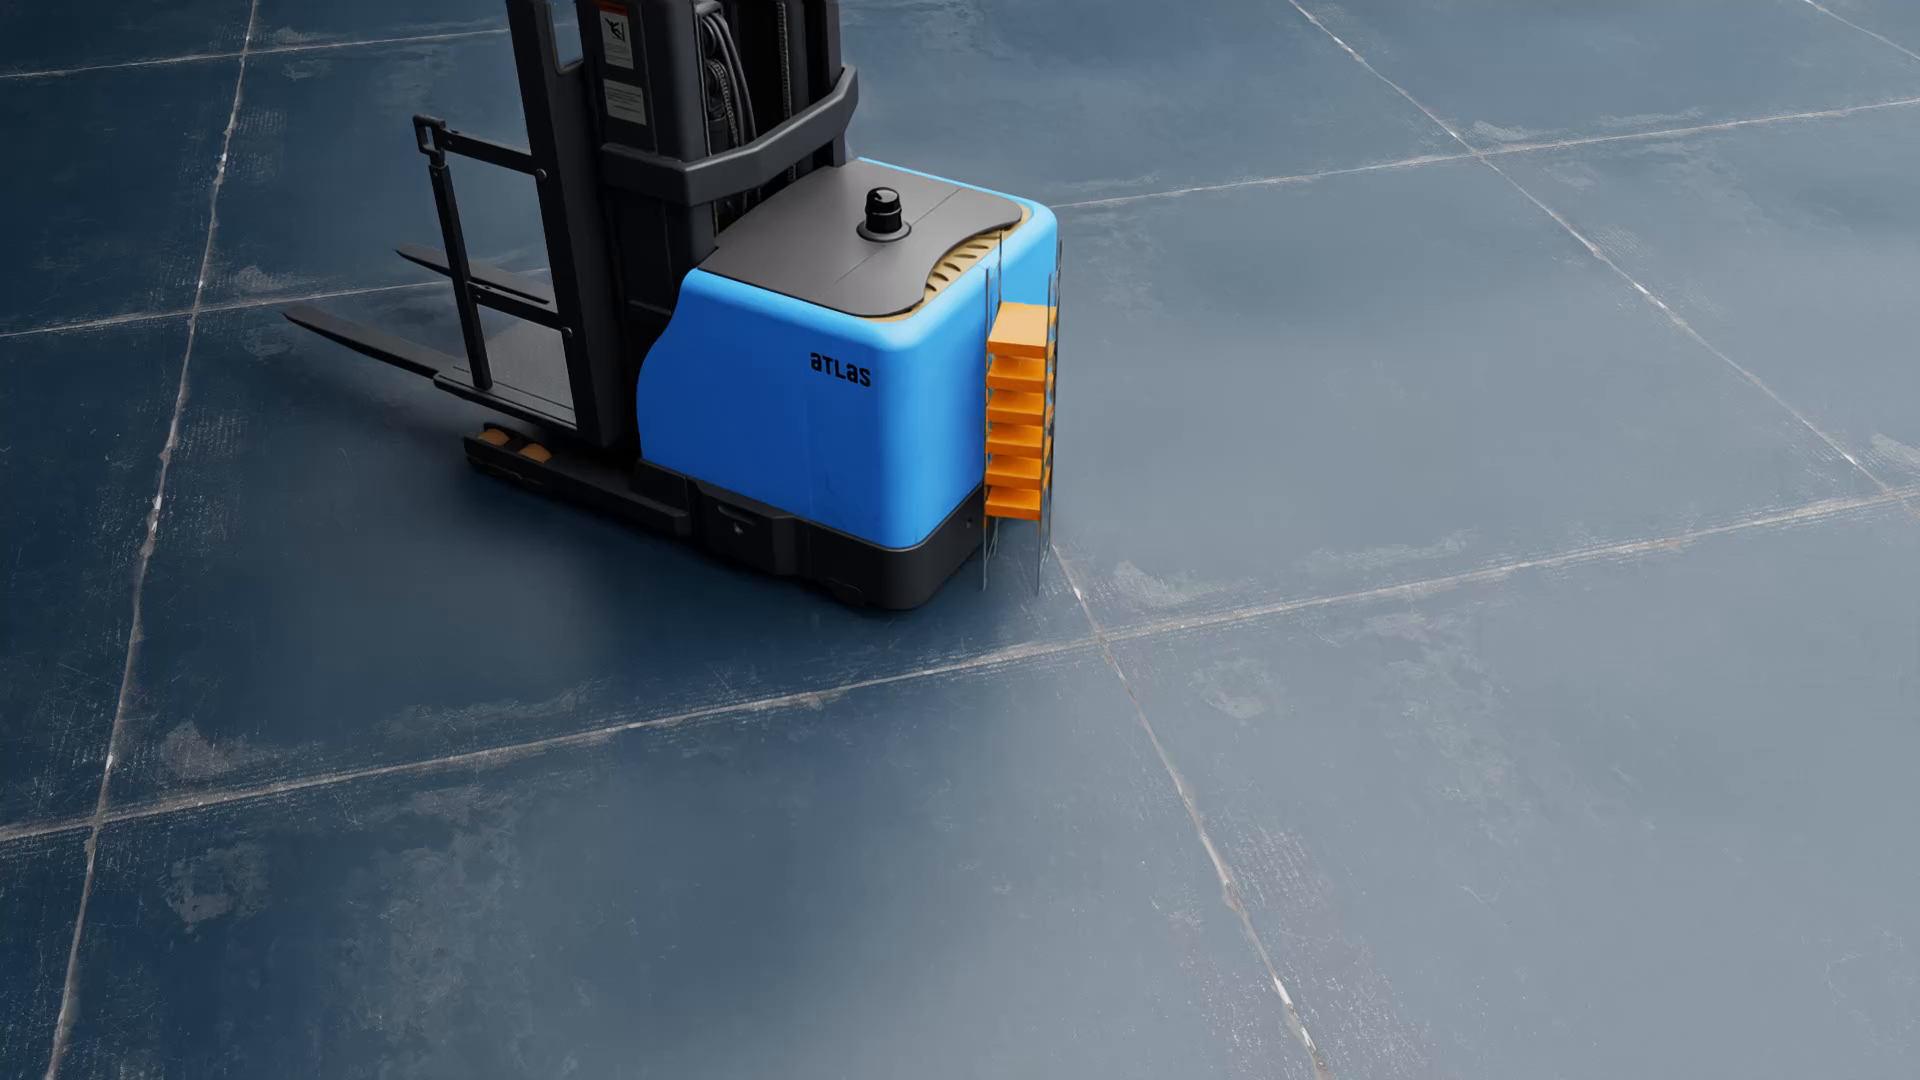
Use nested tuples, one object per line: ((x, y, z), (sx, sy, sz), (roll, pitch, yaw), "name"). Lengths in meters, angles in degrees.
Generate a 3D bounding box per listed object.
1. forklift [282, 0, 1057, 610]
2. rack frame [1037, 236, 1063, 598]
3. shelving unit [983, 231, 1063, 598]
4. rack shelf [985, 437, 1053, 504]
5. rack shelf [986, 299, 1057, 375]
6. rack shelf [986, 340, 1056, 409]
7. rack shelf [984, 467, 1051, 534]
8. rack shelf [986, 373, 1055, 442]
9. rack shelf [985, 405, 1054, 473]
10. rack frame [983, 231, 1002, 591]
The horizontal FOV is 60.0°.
((-1.202, -1.597, 5.426), (3.031, 2.935, 1.130), (20, 42, 24), "forklift")
((0.281, -0.357, 5.229), (0.006, 1.200, 0.240), (7, 38, 9), "rack frame")
((0.191, -0.368, 5.243), (0.189, 1.200, 0.258), (7, 38, 9), "shelving unit")
((0.191, -0.237, 5.343), (0.180, 0.103, 0.258), (7, 38, 9), "rack shelf")
((0.191, -0.619, 5.052), (0.180, 0.103, 0.258), (7, 38, 9), "rack shelf")
((0.191, -0.523, 5.125), (0.180, 0.103, 0.258), (7, 38, 9), "rack shelf")
((0.191, -0.142, 5.416), (0.180, 0.103, 0.258), (7, 38, 9), "rack shelf")
((0.191, -0.428, 5.197), (0.180, 0.103, 0.258), (7, 38, 9), "rack shelf")
((0.191, -0.333, 5.270), (0.180, 0.103, 0.258), (7, 38, 9), "rack shelf")
((0.101, -0.379, 5.257), (0.006, 1.200, 0.240), (7, 38, 9), "rack frame")
